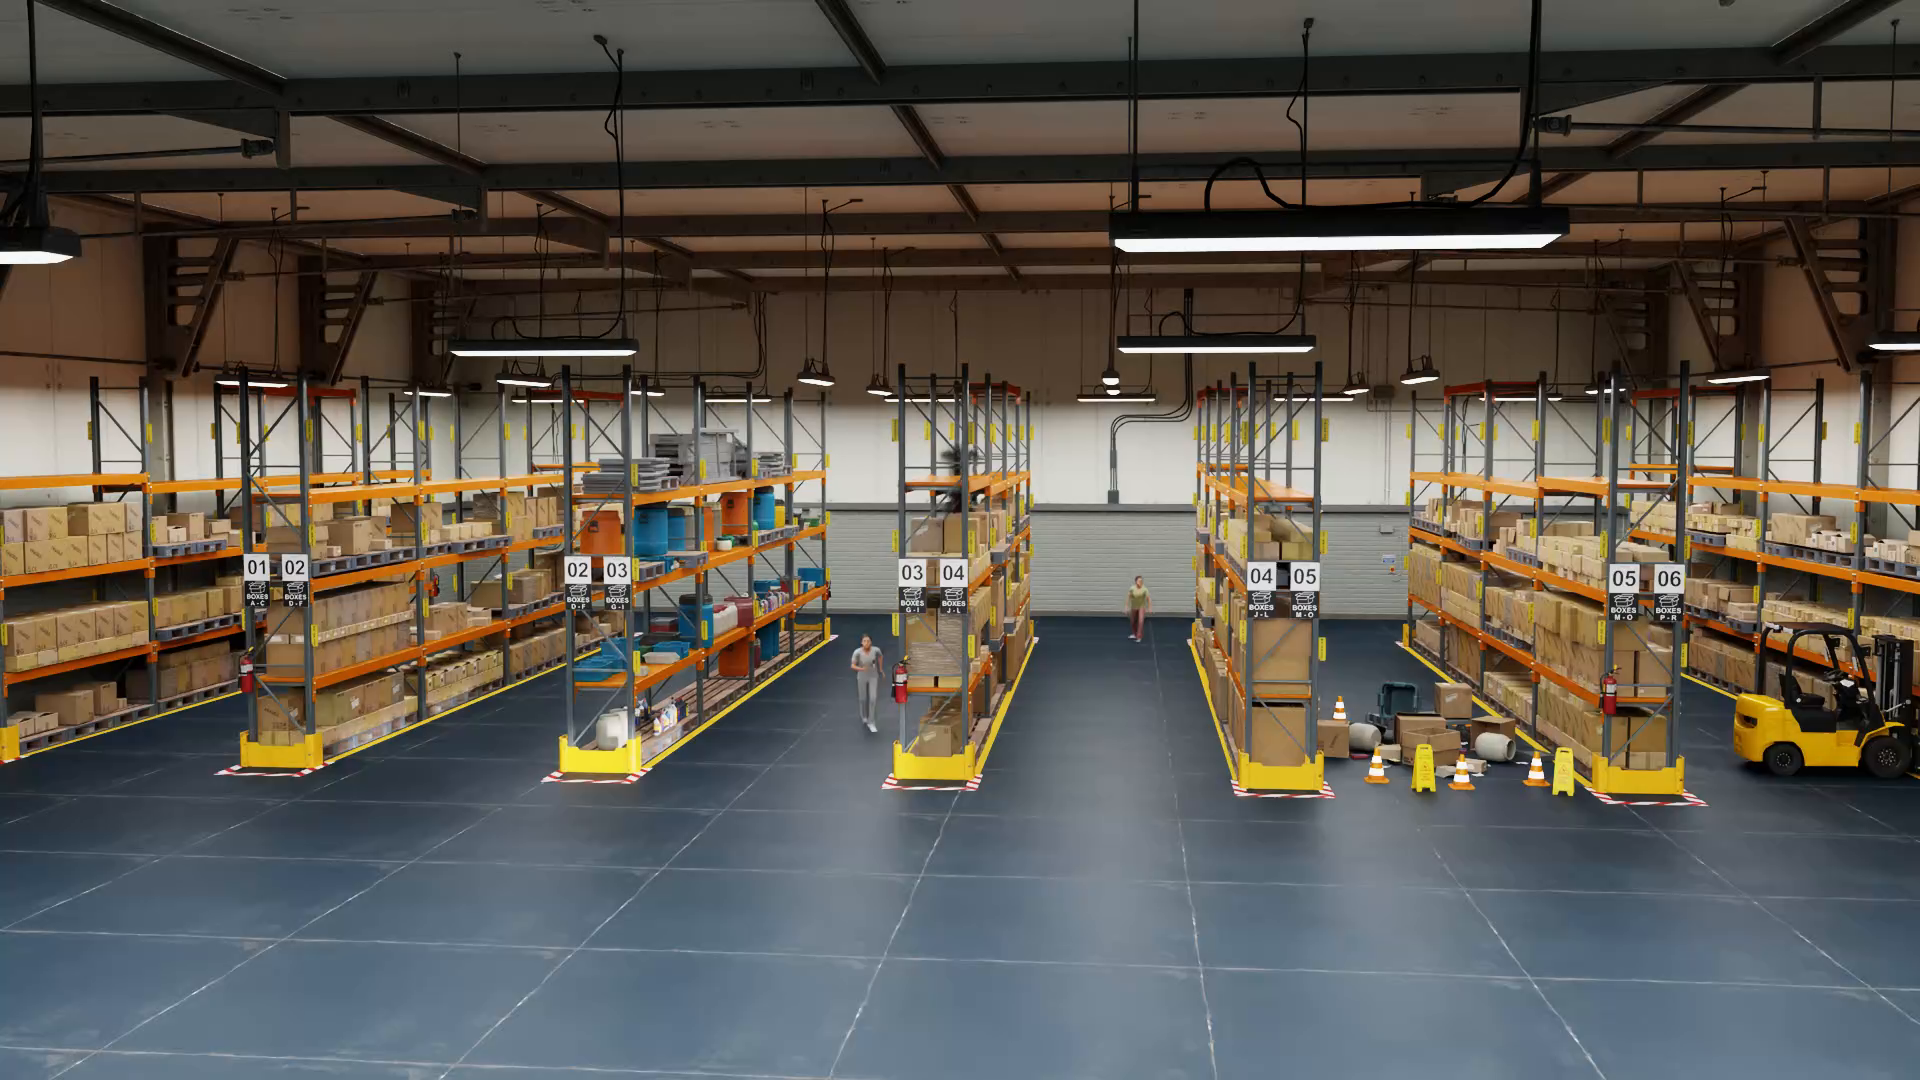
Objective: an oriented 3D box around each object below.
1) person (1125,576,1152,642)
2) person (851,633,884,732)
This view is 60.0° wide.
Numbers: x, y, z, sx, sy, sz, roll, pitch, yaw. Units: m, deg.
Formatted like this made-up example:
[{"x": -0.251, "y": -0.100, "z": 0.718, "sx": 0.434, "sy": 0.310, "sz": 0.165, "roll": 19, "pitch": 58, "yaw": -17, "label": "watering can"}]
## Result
[{"x": 4.323, "y": 1.642, "z": 40.036, "sx": 0.641, "sy": 1.597, "sz": 0.809, "roll": 1, "pitch": 4, "yaw": 14, "label": "person"}, {"x": -1.564, "y": 2.376, "z": 28.156, "sx": 0.569, "sy": 1.640, "sz": 0.953, "roll": 0, "pitch": 4, "yaw": -5, "label": "person"}]
